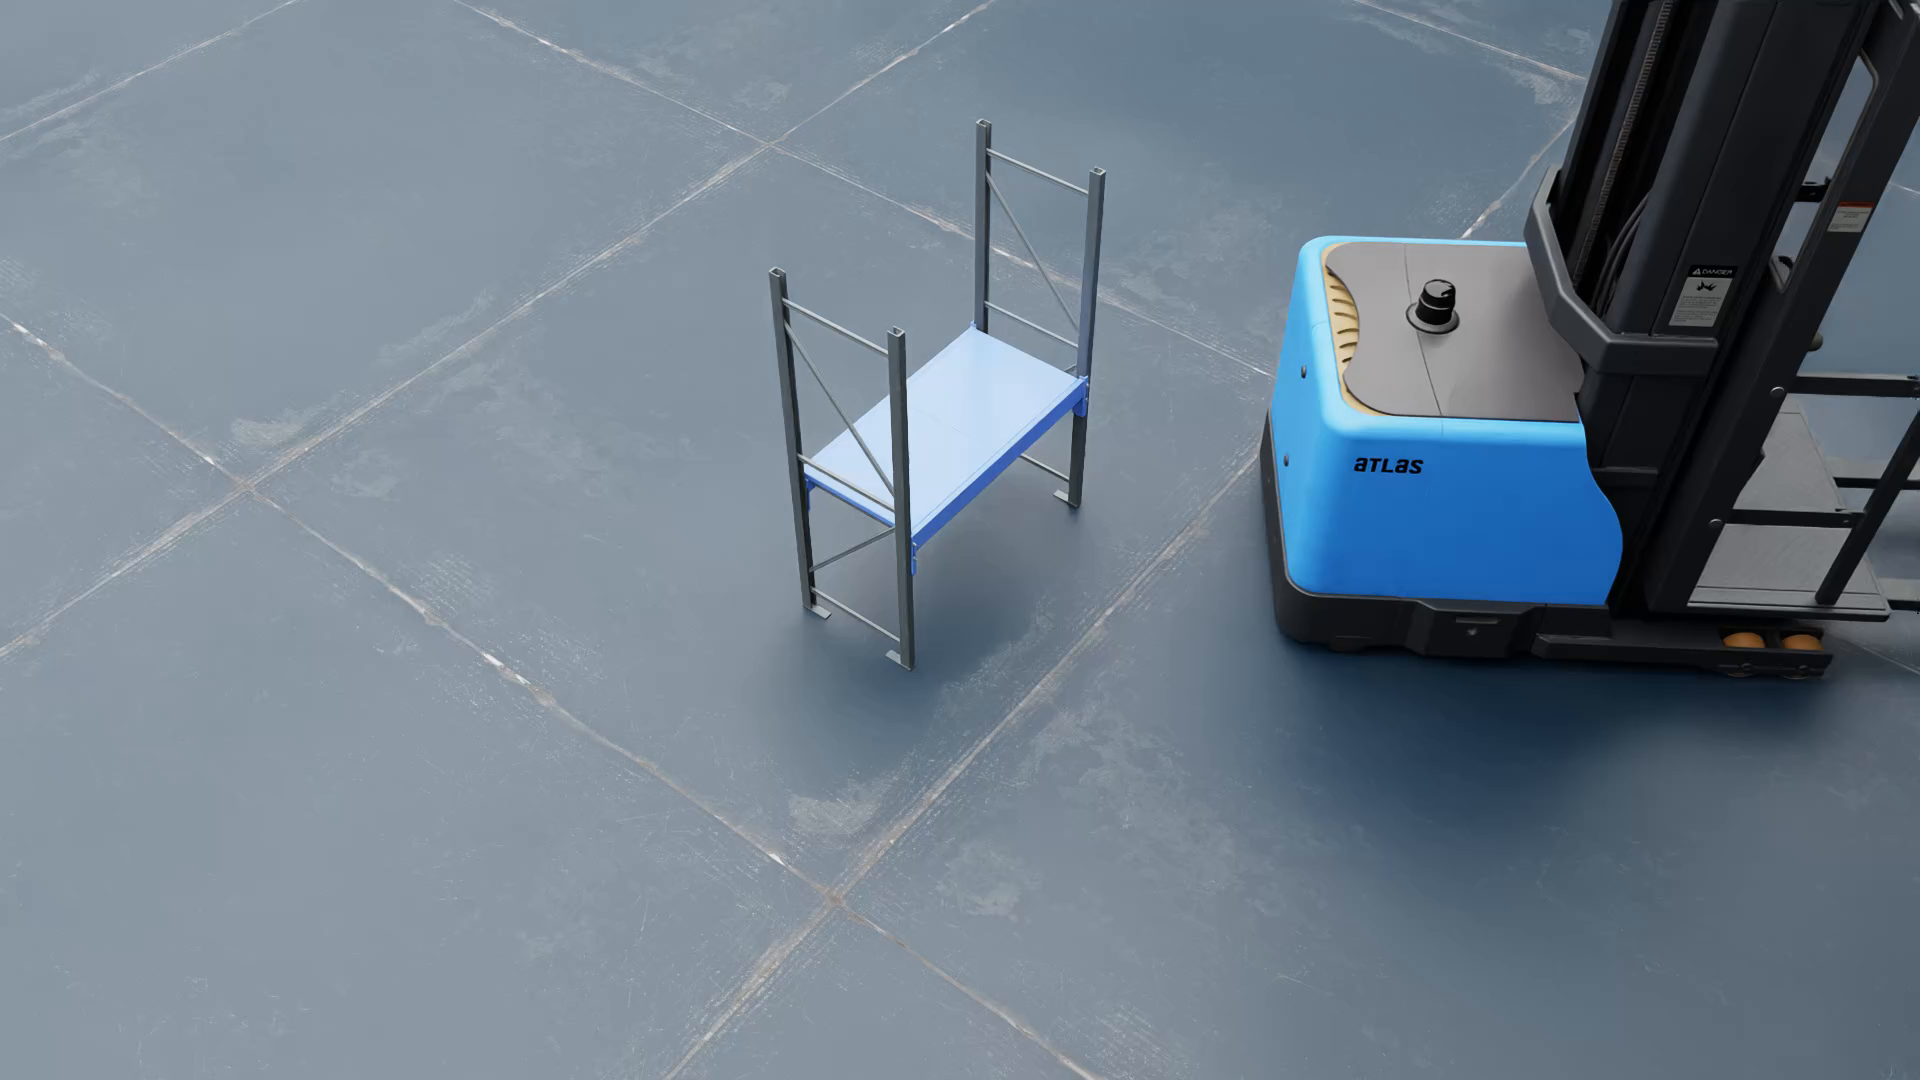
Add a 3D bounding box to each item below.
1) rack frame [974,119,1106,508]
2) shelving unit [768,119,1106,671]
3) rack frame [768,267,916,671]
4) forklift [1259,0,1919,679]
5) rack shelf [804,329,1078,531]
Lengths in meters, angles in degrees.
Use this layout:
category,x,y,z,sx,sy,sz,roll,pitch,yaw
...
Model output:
category,x,y,z,sx,sy,sz,roll,pitch,yaw
rack frame,0.259,-0.760,5.939,0.500,1.500,0.032,29,53,25
shelving unit,-0.052,-0.469,5.661,0.500,1.500,1.048,29,53,25
rack frame,-0.363,-0.178,5.383,0.500,1.500,0.032,29,53,25
forklift,2.653,-0.927,5.108,3.031,2.935,1.130,2,46,2
rack shelf,-0.052,-0.379,5.756,0.459,0.062,0.952,29,53,25
